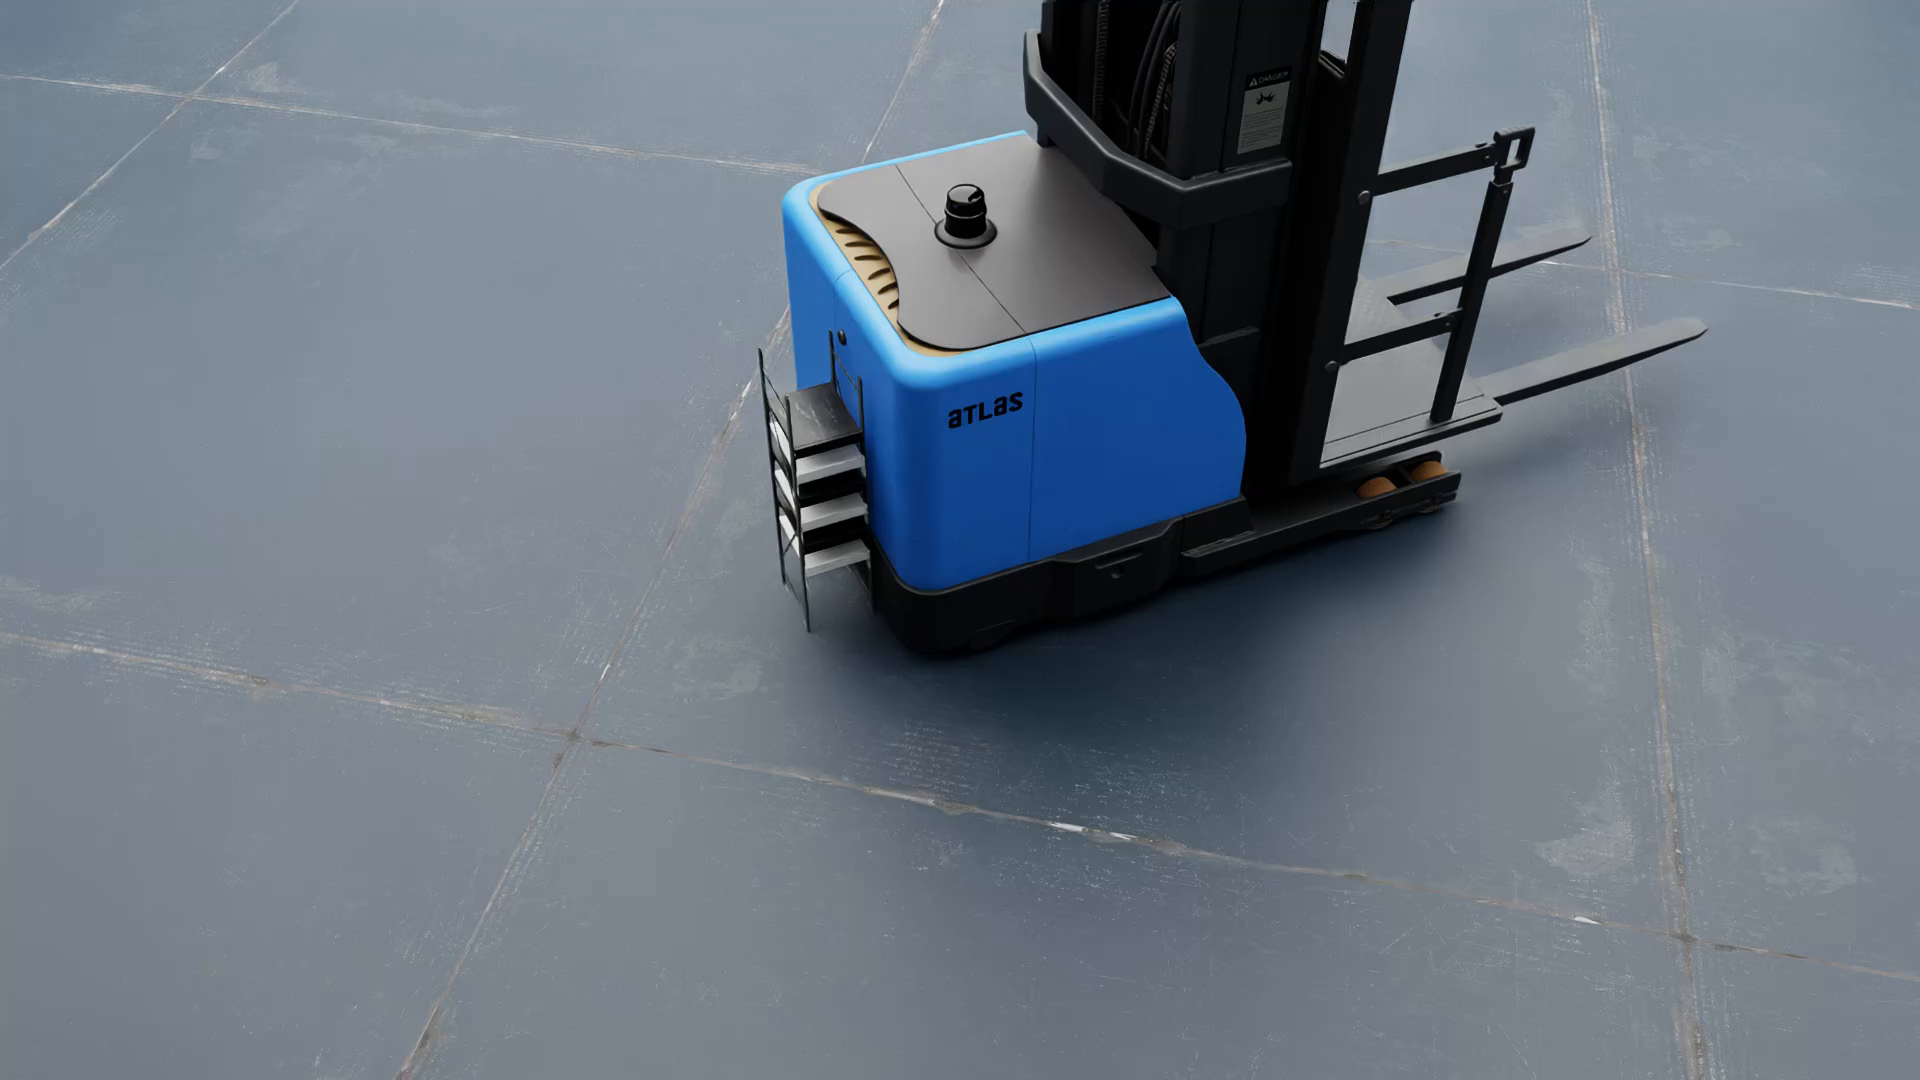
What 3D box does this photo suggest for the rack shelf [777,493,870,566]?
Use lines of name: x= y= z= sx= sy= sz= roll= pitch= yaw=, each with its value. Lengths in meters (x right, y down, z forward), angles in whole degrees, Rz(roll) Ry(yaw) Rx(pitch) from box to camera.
rack shelf: x=-0.403 y=-0.060 z=4.841 sx=0.200 sy=0.077 sz=0.258 roll=-17 pitch=46 yaw=-17

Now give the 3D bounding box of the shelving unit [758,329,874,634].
shelving unit: x=-0.403 y=-0.149 z=4.755 sx=0.210 sy=0.900 sz=0.258 roll=-17 pitch=46 yaw=-17

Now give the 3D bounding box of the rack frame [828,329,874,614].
rack frame: x=-0.310 y=-0.177 z=4.785 sx=0.006 sy=0.900 sz=0.240 roll=-17 pitch=46 yaw=-17

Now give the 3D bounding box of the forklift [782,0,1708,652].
forklift: x=1.038 y=-1.409 z=4.601 sx=3.031 sy=2.935 sz=1.130 roll=-17 pitch=46 yaw=-17

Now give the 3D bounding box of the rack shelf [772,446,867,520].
rack shelf: x=-0.403 y=-0.189 z=4.716 sx=0.200 sy=0.077 sz=0.258 roll=-17 pitch=46 yaw=-17

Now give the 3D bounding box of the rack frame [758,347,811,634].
rack frame: x=-0.496 y=-0.120 z=4.726 sx=0.006 sy=0.900 sz=0.240 roll=-17 pitch=46 yaw=-17

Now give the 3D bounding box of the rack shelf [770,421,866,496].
rack shelf: x=-0.403 y=-0.254 z=4.654 sx=0.200 sy=0.077 sz=0.258 roll=-17 pitch=46 yaw=-17

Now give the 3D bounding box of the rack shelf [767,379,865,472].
rack shelf: x=-0.403 y=-0.319 z=4.591 sx=0.200 sy=0.077 sz=0.258 roll=-17 pitch=46 yaw=-17

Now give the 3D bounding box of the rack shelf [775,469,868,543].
rack shelf: x=-0.403 y=-0.125 z=4.779 sx=0.200 sy=0.077 sz=0.258 roll=-17 pitch=46 yaw=-17

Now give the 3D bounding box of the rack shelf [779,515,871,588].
rack shelf: x=-0.403 y=0.005 z=4.903 sx=0.200 sy=0.077 sz=0.258 roll=-17 pitch=46 yaw=-17
